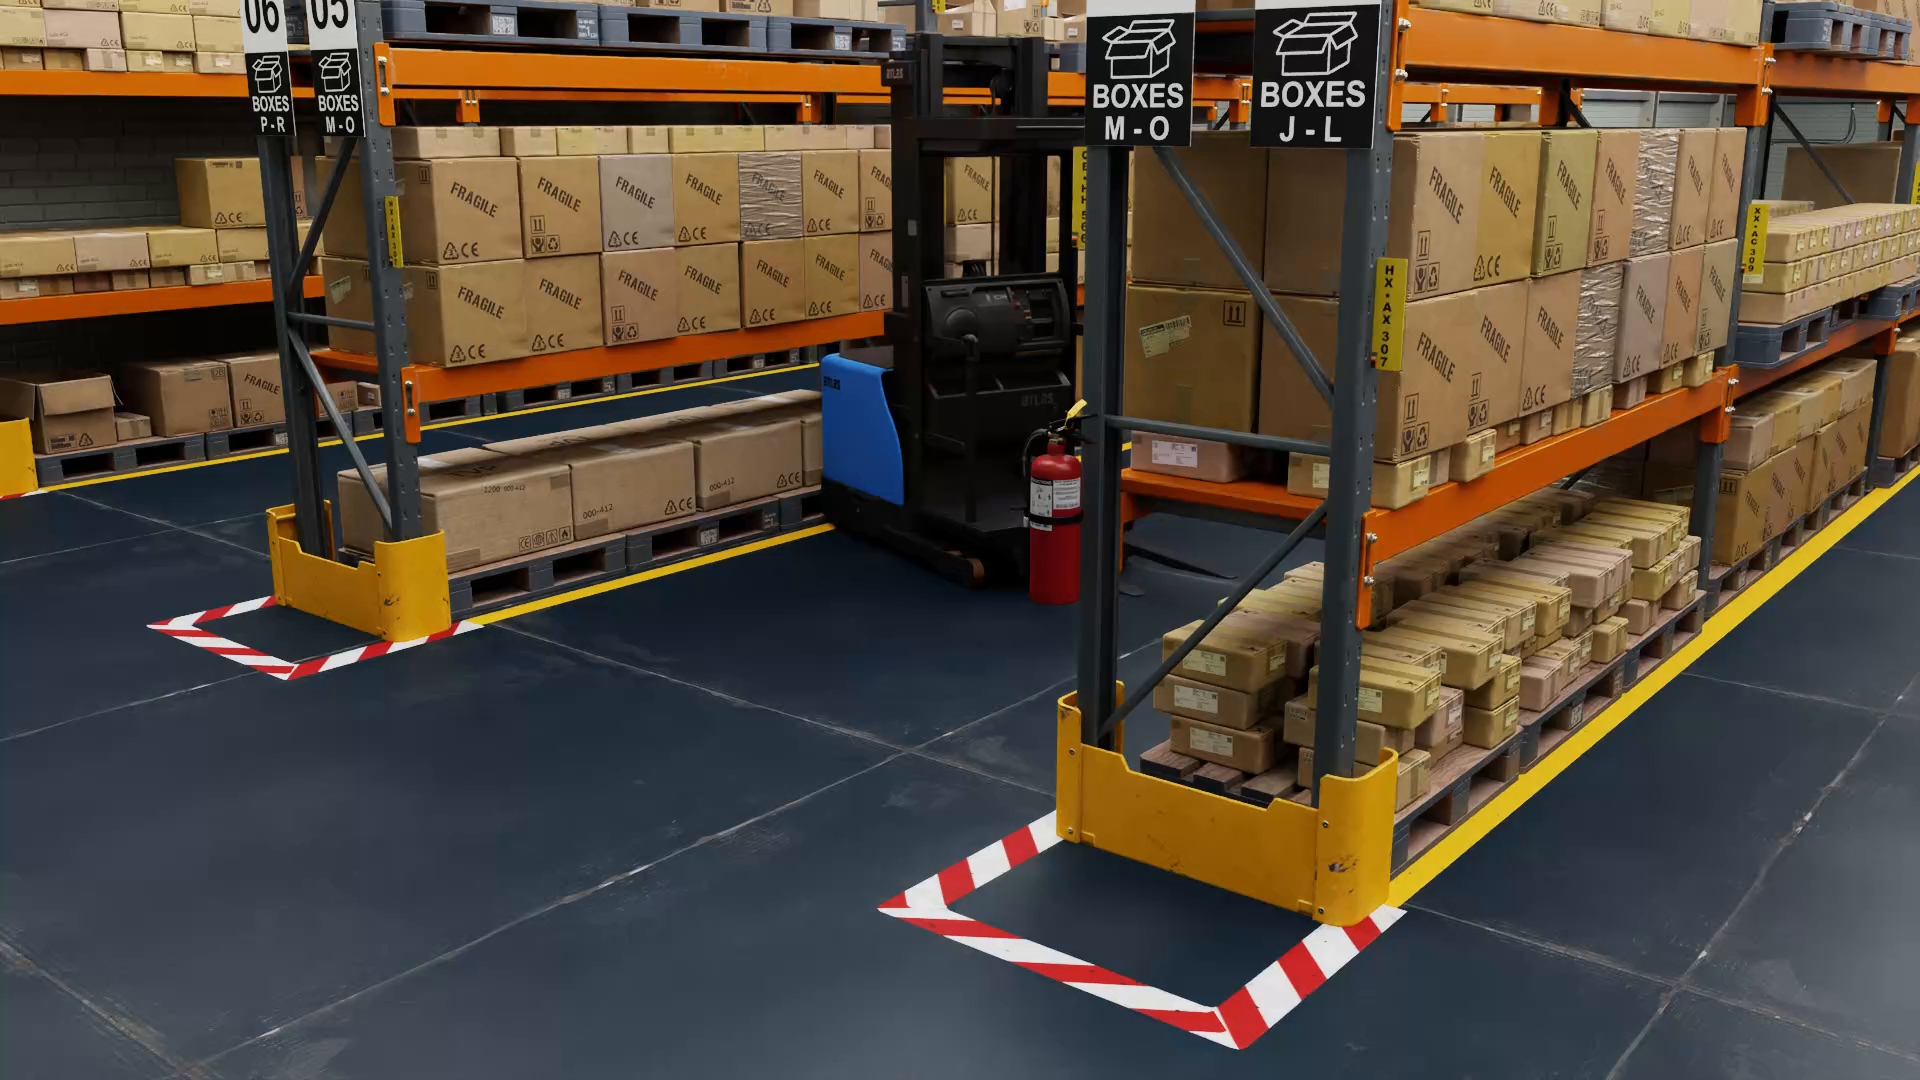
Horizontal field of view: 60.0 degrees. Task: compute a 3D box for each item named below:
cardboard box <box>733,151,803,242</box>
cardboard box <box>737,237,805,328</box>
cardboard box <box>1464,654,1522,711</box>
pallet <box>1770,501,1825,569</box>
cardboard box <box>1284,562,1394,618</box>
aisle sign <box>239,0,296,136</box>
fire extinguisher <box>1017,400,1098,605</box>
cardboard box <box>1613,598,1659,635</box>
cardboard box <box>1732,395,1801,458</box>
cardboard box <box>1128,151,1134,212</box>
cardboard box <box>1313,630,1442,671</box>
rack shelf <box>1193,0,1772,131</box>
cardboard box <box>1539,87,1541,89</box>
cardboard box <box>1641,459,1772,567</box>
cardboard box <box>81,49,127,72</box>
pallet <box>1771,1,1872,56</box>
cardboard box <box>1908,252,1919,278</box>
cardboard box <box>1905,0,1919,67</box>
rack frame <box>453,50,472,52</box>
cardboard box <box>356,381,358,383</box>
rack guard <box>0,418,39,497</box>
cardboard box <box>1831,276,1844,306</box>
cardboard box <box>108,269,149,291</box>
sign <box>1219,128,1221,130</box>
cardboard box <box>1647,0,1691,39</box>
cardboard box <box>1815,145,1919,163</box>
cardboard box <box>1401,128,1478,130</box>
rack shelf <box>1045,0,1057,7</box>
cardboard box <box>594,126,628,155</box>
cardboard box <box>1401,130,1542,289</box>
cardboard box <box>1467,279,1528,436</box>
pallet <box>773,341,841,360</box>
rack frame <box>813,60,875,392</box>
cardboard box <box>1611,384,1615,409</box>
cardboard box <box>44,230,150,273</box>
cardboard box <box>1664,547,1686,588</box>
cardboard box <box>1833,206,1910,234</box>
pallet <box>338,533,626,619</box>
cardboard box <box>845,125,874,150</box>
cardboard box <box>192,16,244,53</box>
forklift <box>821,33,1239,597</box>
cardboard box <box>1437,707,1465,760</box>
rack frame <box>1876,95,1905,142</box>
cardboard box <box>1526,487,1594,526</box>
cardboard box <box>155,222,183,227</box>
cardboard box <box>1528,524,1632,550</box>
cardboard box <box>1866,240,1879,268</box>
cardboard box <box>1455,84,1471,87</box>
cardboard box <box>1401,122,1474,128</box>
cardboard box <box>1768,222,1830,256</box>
[{"bbox_3d":[-1.287,-2.044,9.842,0.500,0.500,0.500,12,18,38],"label":"cardboard box"},{"bbox_3d":[-1.284,-1.561,9.971,0.500,0.500,0.500,11,18,37],"label":"cardboard box"},{"bbox_3d":[1.908,0.511,6.352,0.380,0.149,0.250,12,19,39],"label":"cardboard box"},{"bbox_3d":[4.601,-0.124,10.184,1.003,0.211,1.213,11,18,38],"label":"pallet"},{"bbox_3d":[1.572,0.215,6.913,0.380,0.149,0.250,12,19,40],"label":"cardboard box"},{"bbox_3d":[-3.368,-2.367,8.067,0.394,0.787,0.004,11,18,38],"label":"aisle sign"},{"bbox_3d":[0.315,-0.131,5.460,0.296,0.674,0.183,11,18,38],"label":"fire extinguisher"},{"bbox_3d":[3.021,0.312,7.741,0.380,0.149,0.250,11,18,36],"label":"cardboard box"},{"bbox_3d":[4.349,-0.650,9.292,0.500,0.250,0.500,12,18,39],"label":"cardboard box"},{"bbox_3d":[1.192,-2.805,12.837,0.500,0.500,0.500,11,18,38],"label":"cardboard box"},{"bbox_3d":[1.506,0.445,6.008,0.380,0.149,0.250,12,18,39],"label":"cardboard box"},{"bbox_3d":[2.089,-1.814,6.540,1.077,0.370,4.000,11,18,38],"label":"rack shelf"},{"bbox_3d":[6.433,-5.221,18.999,0.380,0.149,0.250,11,18,38],"label":"cardboard box"},{"bbox_3d":[4.017,-0.184,8.980,0.500,0.500,0.500,12,19,40],"label":"cardboard box"},{"bbox_3d":[-6.008,-3.330,11.555,0.380,0.149,0.250,12,18,39],"label":"cardboard box"},{"bbox_3d":[3.817,-2.556,8.383,1.213,0.211,1.003,11,18,38],"label":"pallet"},{"bbox_3d":[5.908,-1.774,10.672,0.380,0.149,0.250,12,18,38],"label":"cardboard box"},{"bbox_3d":[5.699,-3.211,10.377,0.500,0.500,0.500,11,18,38],"label":"cardboard box"},{"bbox_3d":[-4.430,-5.514,13.550,1.000,3.000,0.127,11,18,38],"label":"rack frame"},{"bbox_3d":[-5.029,-1.416,14.214,0.500,0.311,0.500,12,19,39],"label":"cardboard box"},{"bbox_3d":[-6.897,-0.643,11.638,1.175,0.500,0.348,11,18,38],"label":"rack guard"},{"bbox_3d":[4.600,-1.376,9.104,0.380,0.149,0.250,10,18,35],"label":"cardboard box"},{"bbox_3d":[-6.056,-1.889,11.977,0.380,0.149,0.250,12,19,39],"label":"cardboard box"},{"bbox_3d":[3.525,-5.493,22.822,0.100,0.325,0.005,11,18,38],"label":"sign"},{"bbox_3d":[2.606,-2.146,6.691,0.500,0.250,0.500,11,18,37],"label":"cardboard box"},{"bbox_3d":[6.467,-2.572,11.923,0.700,0.500,0.500,11,18,37],"label":"cardboard box"},{"bbox_3d":[1.895,-1.429,6.818,0.500,0.500,0.500,10,18,36],"label":"cardboard box"},{"bbox_3d":[1.855,-6.886,21.227,1.077,0.370,4.000,11,18,38],"label":"rack shelf"},{"bbox_3d":[-2.006,-2.150,8.943,0.380,0.149,0.250,11,18,38],"label":"cardboard box"},{"bbox_3d":[1.633,-1.146,5.702,0.500,0.500,0.500,12,19,39],"label":"cardboard box"},{"bbox_3d":[1.646,-0.668,5.853,0.500,0.500,0.500,11,18,38],"label":"cardboard box"},{"bbox_3d":[-1.369,-2.172,18.244,1.003,0.211,1.213,11,18,38],"label":"pallet"},{"bbox_3d":[-0.567,-1.839,11.268,1.000,3.000,0.127,11,18,38],"label":"rack frame"},{"bbox_3d":[2.527,-0.628,7.014,0.380,0.149,0.250,11,18,37],"label":"cardboard box"},{"bbox_3d":[-6.133,-2.053,11.813,0.500,0.250,0.500,12,18,38],"label":"cardboard box"},{"bbox_3d":[3.235,0.105,7.949,0.380,0.149,0.250,10,17,35],"label":"cardboard box"},{"bbox_3d":[5.585,-1.965,10.216,0.380,0.149,0.250,12,19,39],"label":"cardboard box"},{"bbox_3d":[-2.640,0.114,9.246,1.003,0.211,1.213,11,18,38],"label":"pallet"},{"bbox_3d":[-0.763,-2.544,10.494,0.380,0.149,0.250,12,18,39],"label":"cardboard box"},{"bbox_3d":[-5.511,-3.707,12.232,0.500,0.250,0.500,11,18,37],"label":"cardboard box"},{"bbox_3d":[0.335,-1.290,9.247,1.130,2.935,3.031,-9,17,-31],"label":"forklift"},{"bbox_3d":[1.662,0.690,6.251,0.380,0.149,0.250,12,18,38],"label":"cardboard box"},{"bbox_3d":[8.374,-2.624,14.360,1.000,3.000,0.127,11,18,38],"label":"rack frame"},{"bbox_3d":[2.969,-0.168,8.421,0.380,0.149,0.250,12,19,40],"label":"cardboard box"},{"bbox_3d":[-5.893,-2.333,12.916,0.500,0.250,0.500,11,18,37],"label":"cardboard box"},{"bbox_3d":[2.821,0.048,7.571,0.380,0.149,0.250,12,19,39],"label":"cardboard box"},{"bbox_3d":[5.095,-1.671,9.663,0.380,0.149,0.250,12,18,39],"label":"cardboard box"},{"bbox_3d":[5.058,-4.765,17.208,0.380,0.149,0.250,11,18,38],"label":"cardboard box"},{"bbox_3d":[4.906,-4.099,17.326,0.700,0.500,0.500,11,18,37],"label":"cardboard box"},{"bbox_3d":[4.285,-1.569,8.657,0.380,0.149,0.250,11,18,38],"label":"cardboard box"}]
